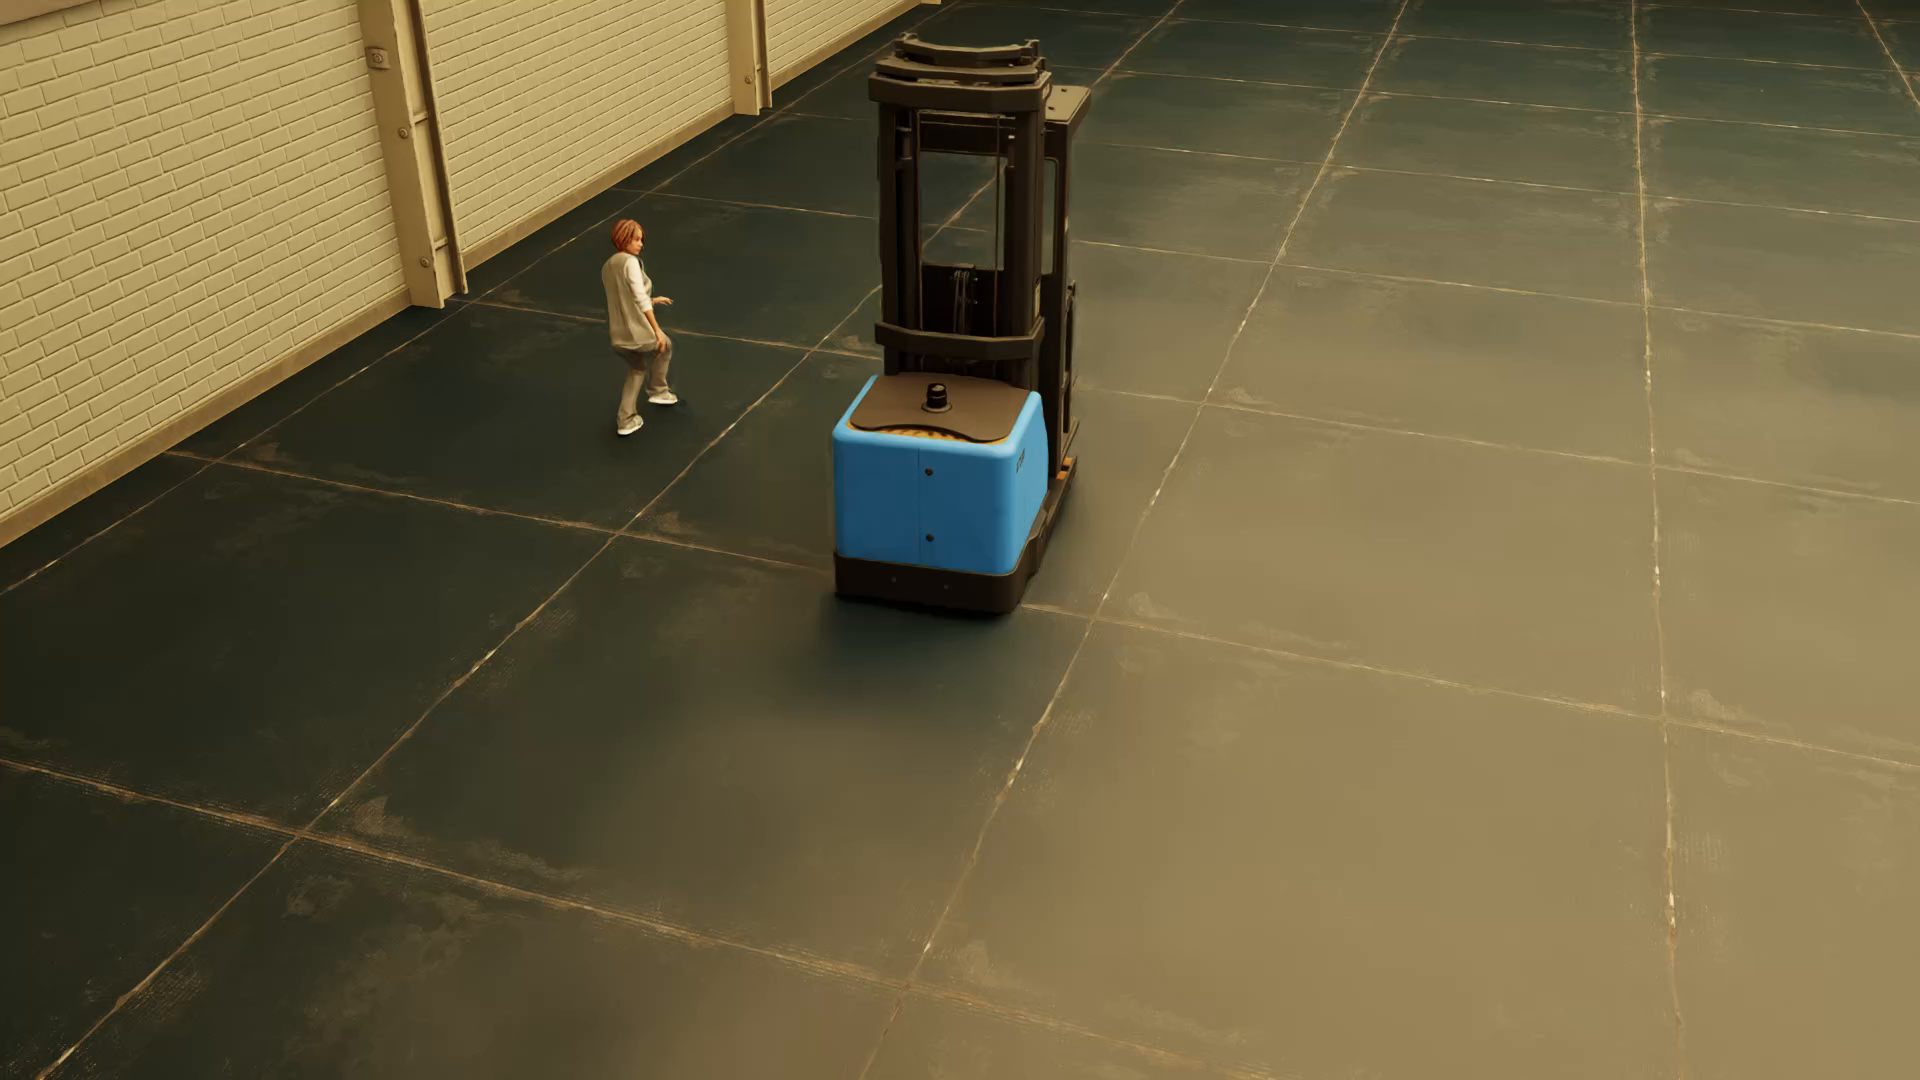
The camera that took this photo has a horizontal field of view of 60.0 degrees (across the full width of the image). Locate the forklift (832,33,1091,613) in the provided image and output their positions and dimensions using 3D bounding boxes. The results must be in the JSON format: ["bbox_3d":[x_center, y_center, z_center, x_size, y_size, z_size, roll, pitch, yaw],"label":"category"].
[{"bbox_3d":[0.134,-1.583,9.914,1.130,2.935,3.031,7,30,12],"label":"forklift"}]

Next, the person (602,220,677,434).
[{"bbox_3d":[-2.074,-1.423,11.206,0.634,1.399,0.695,14,33,23],"label":"person"}]
